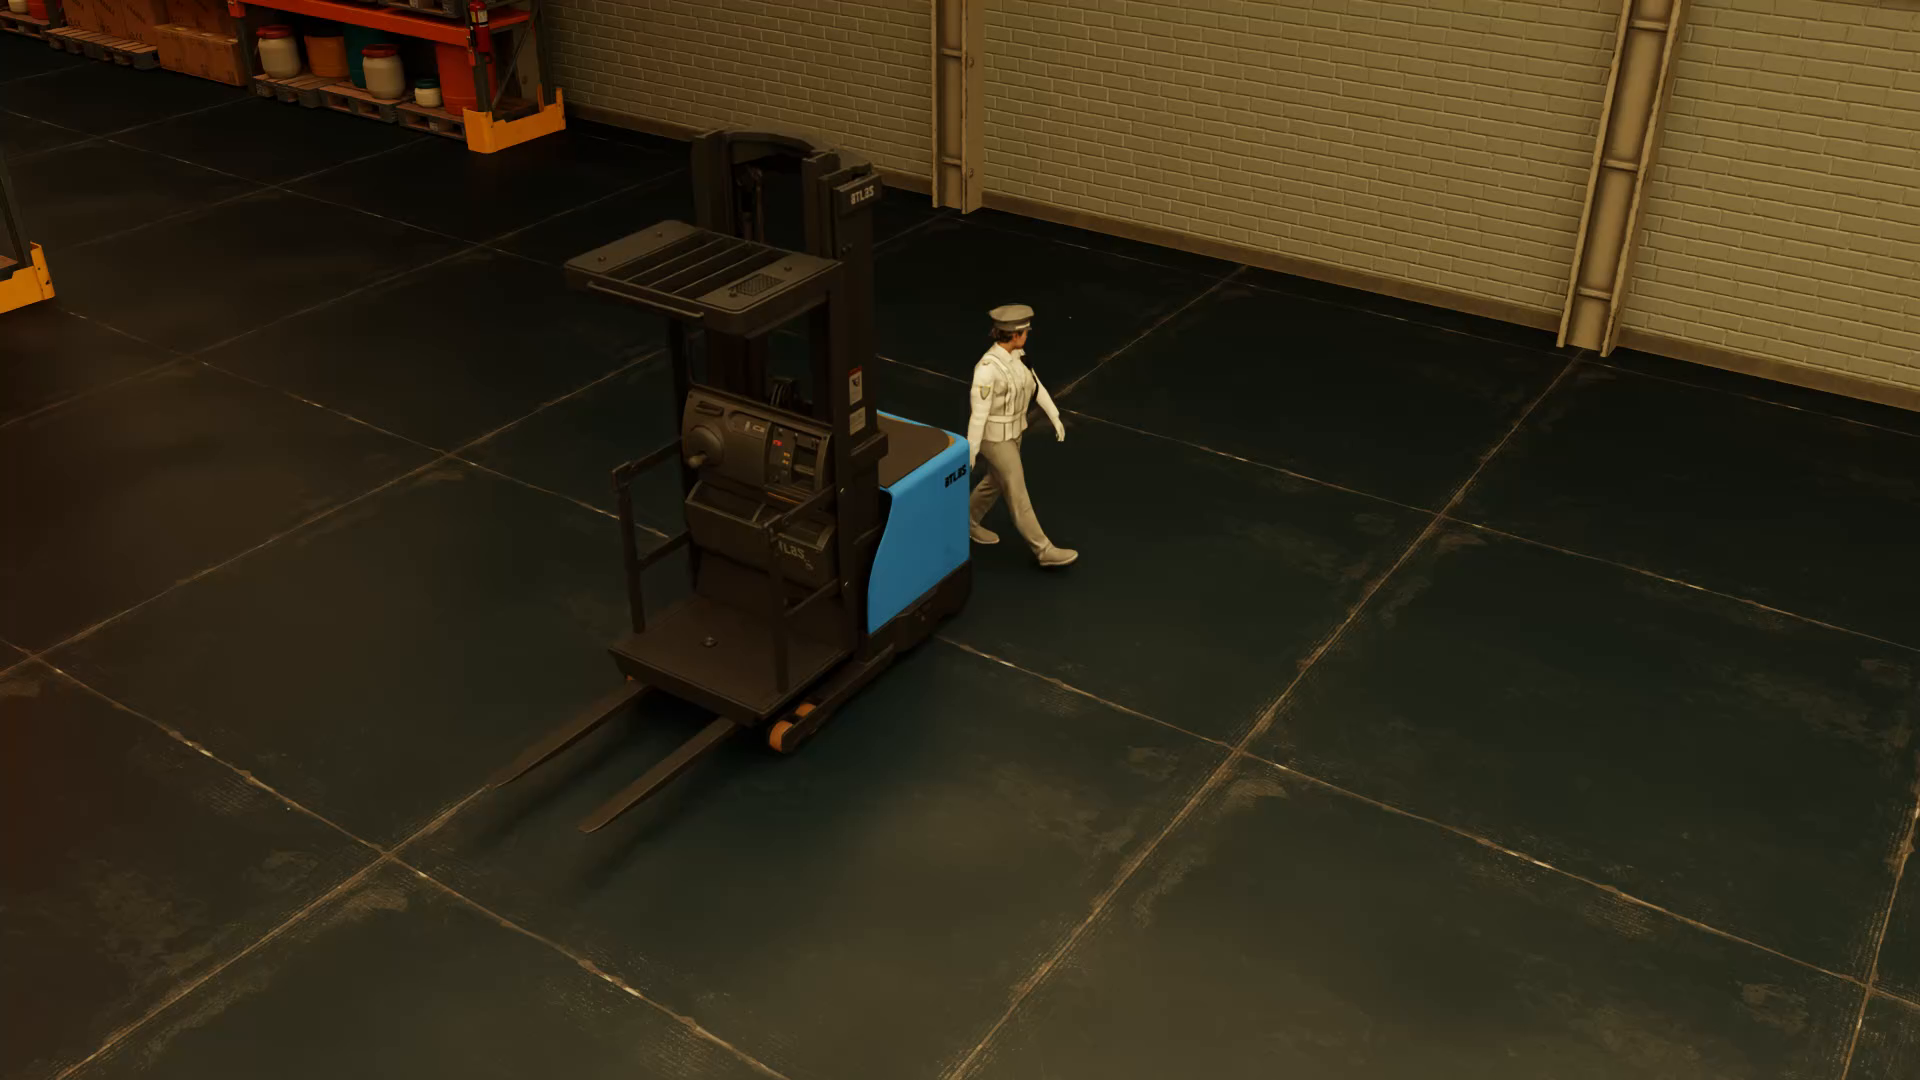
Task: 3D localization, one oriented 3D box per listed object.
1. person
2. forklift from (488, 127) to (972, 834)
[{"bbox_3d":[0.349,-0.597,9.926,0.879,1.618,0.637,13,33,21],"label":"person"},{"bbox_3d":[-1.164,-0.438,8.336,1.130,2.935,3.031,19,35,29],"label":"forklift"}]
